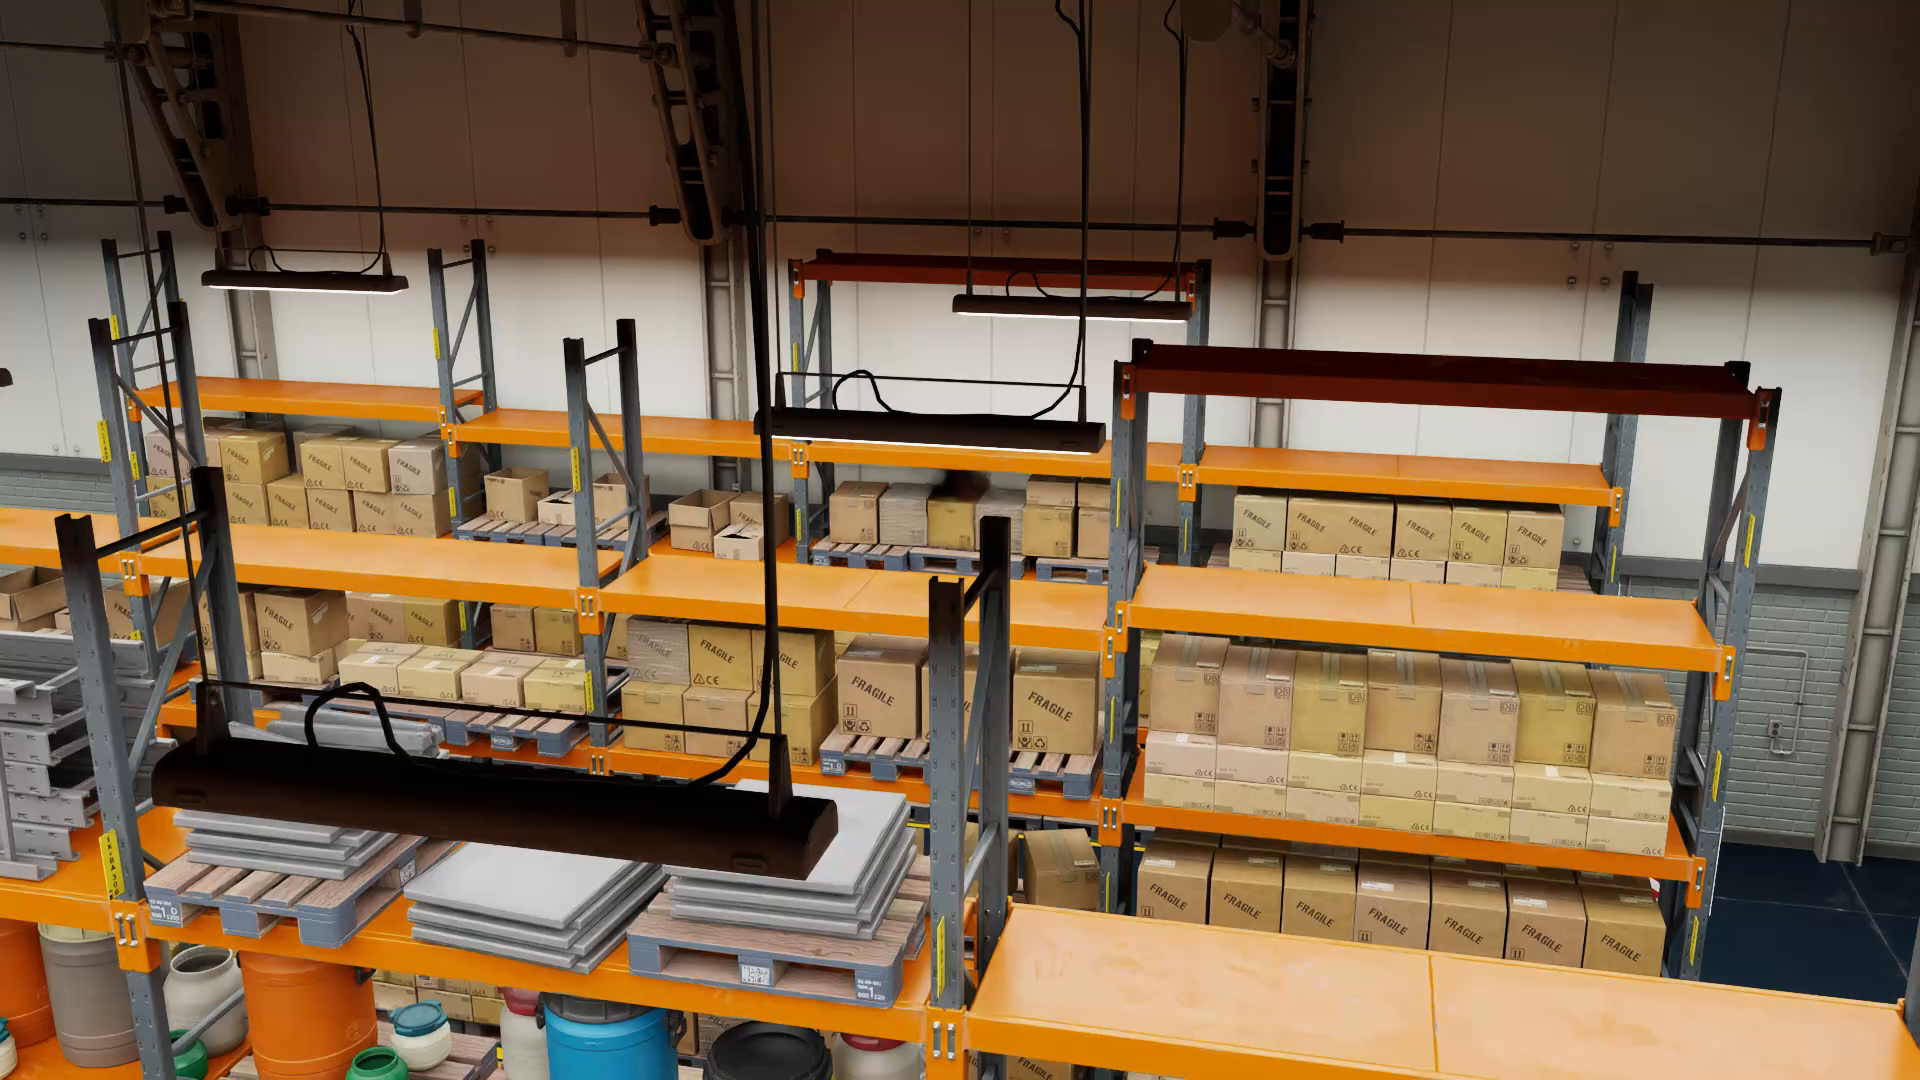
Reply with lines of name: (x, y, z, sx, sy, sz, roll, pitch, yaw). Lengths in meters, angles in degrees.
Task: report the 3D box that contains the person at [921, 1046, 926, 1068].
person: (-0.452, 3.903, 11.833, 0.548, 1.654, 0.425, -8, 18, -24)
